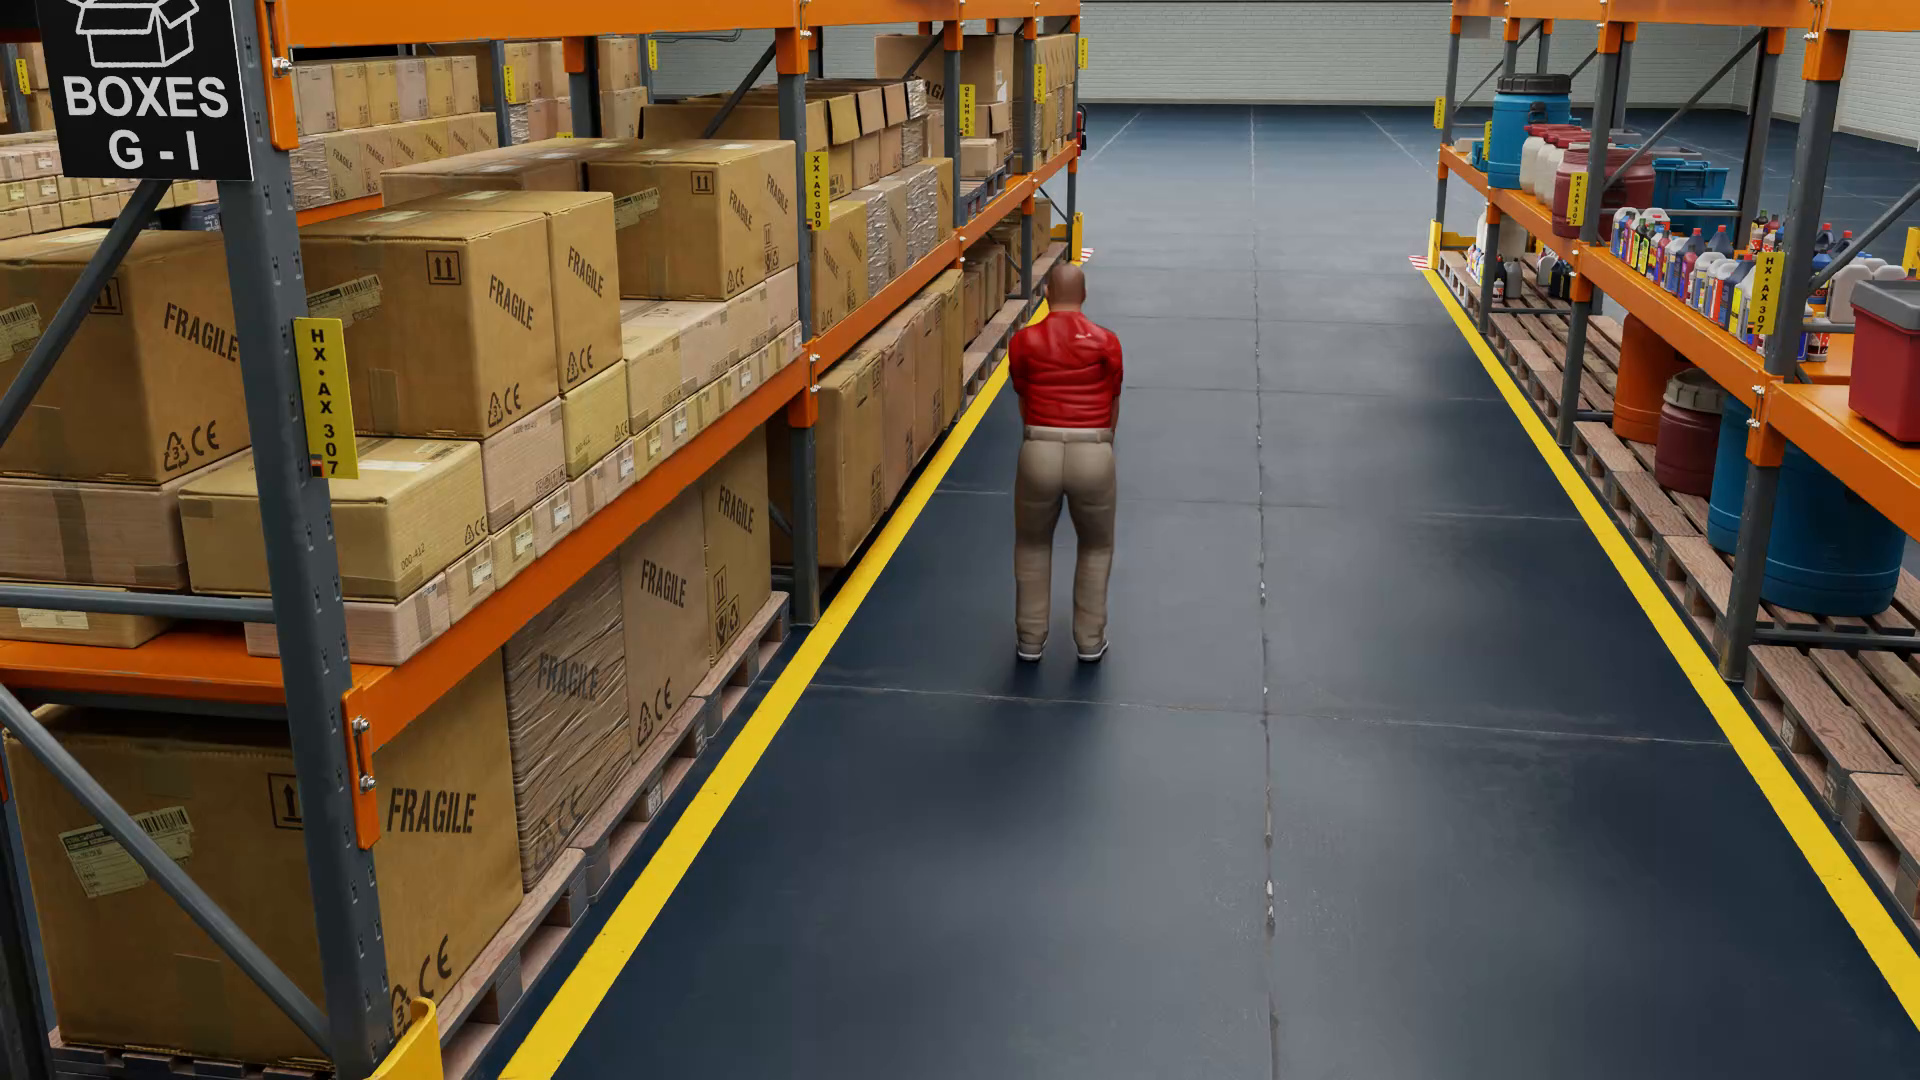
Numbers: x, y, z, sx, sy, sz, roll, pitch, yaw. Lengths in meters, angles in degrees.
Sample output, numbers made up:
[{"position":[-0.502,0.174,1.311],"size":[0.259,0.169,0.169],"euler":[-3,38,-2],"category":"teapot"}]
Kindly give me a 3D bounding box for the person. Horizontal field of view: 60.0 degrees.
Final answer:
[{"position":[0.448,-0.333,7.152],"size":[0.487,1.718,0.561],"euler":[2,18,8],"category":"person"}]
